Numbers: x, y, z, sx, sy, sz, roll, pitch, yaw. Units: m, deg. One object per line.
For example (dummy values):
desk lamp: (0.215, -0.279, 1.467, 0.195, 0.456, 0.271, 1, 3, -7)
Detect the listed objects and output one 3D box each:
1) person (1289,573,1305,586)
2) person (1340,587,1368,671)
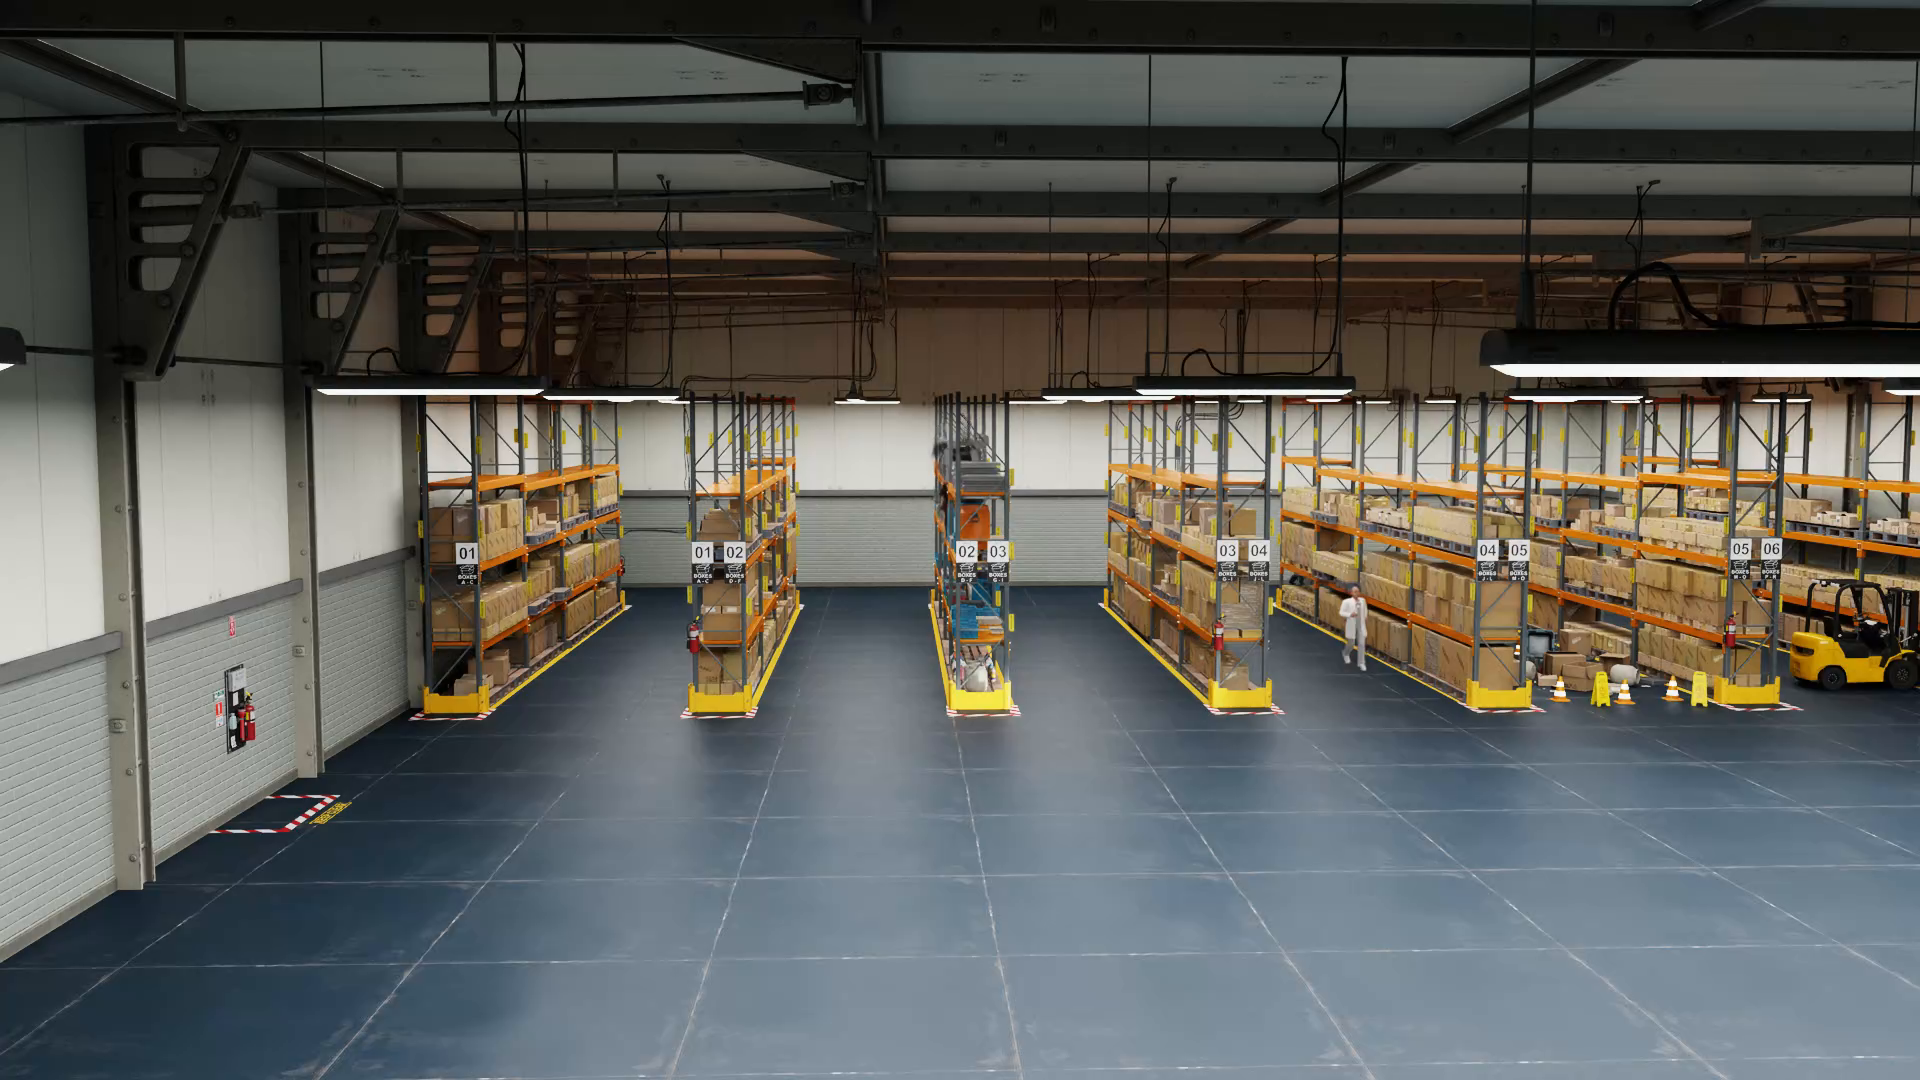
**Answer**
person: (10.003, 1.012, 48.913, 0.687, 1.563, 0.525, -1, 5, -9)
person: (8.625, 1.907, 36.315, 0.710, 1.781, 1.049, -1, 5, -8)
